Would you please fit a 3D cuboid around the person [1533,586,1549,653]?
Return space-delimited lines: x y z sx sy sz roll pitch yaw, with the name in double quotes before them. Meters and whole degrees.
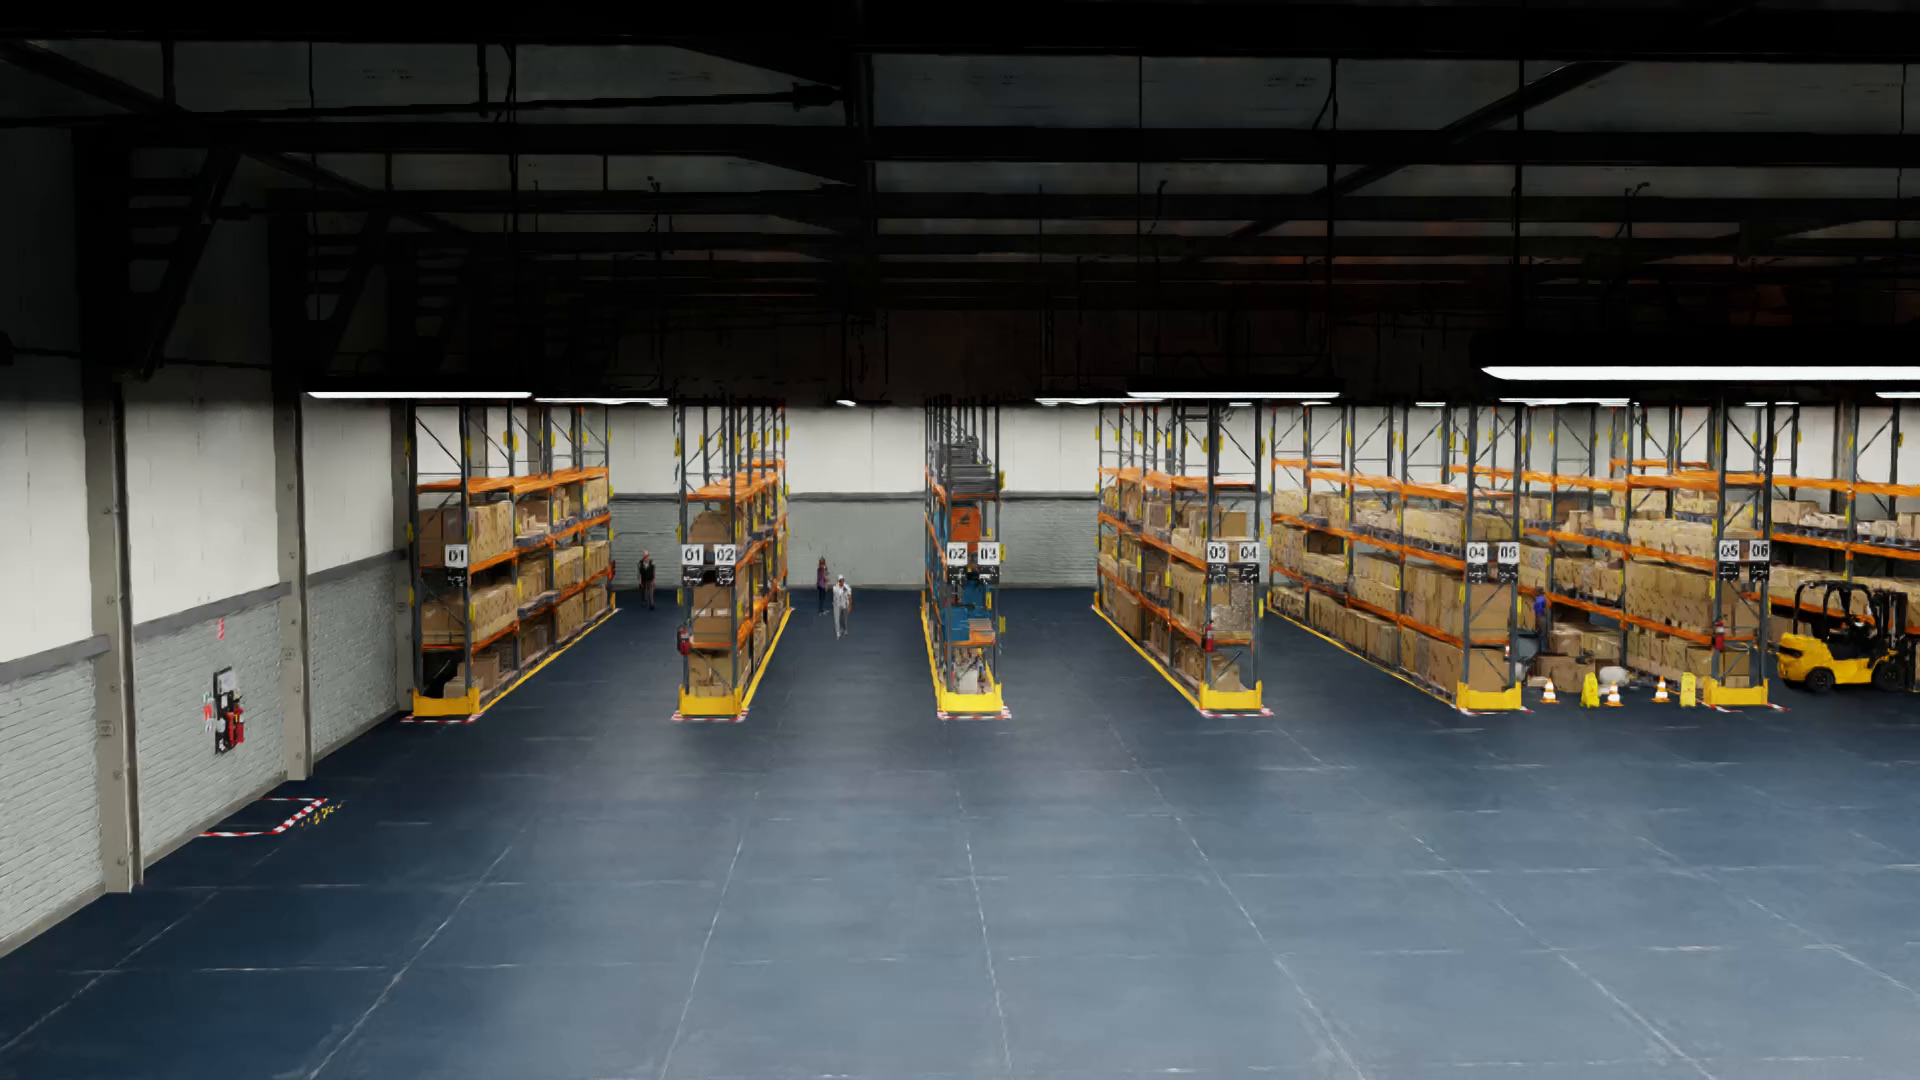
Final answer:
"person" 13.258 1.876 38.085 0.561 1.651 0.588 2 5 23

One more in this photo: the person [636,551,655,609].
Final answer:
"person" -8.963 1.134 47.474 0.538 1.664 1.026 -1 5 -11

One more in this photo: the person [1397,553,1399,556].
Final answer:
"person" 12.762 1.141 48.000 0.498 1.597 0.530 -1 5 -18

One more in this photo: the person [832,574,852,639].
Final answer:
"person" -2.933 1.644 41.431 0.493 1.605 0.991 0 5 -4

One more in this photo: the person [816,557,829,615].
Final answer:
"person" -3.791 1.271 46.114 0.406 1.600 0.468 -3 5 -32
